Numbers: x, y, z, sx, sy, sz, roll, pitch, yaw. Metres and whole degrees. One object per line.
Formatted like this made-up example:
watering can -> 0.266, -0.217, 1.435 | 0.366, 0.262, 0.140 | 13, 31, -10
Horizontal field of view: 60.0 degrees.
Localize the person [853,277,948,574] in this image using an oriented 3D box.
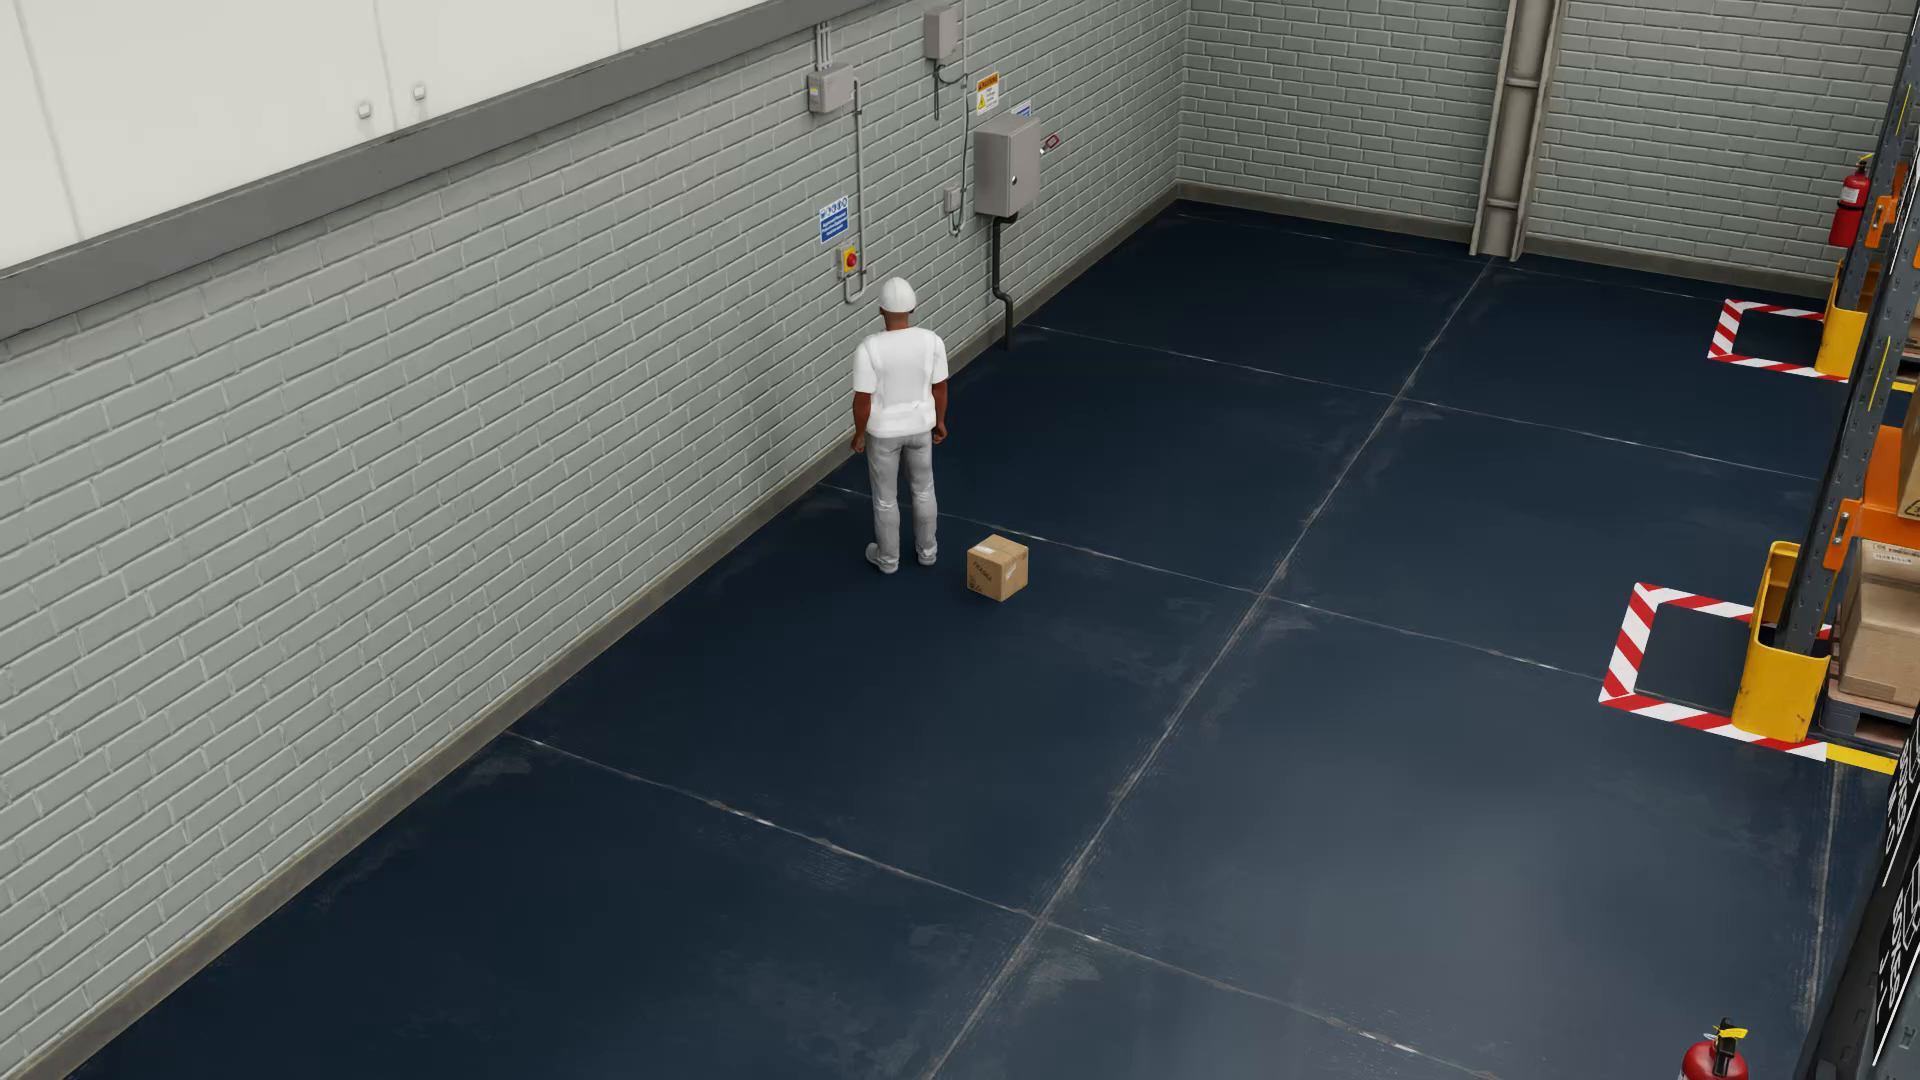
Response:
person -> -0.350, -0.644, 9.384 | 0.550, 1.771, 0.366 | -10, 31, -17
